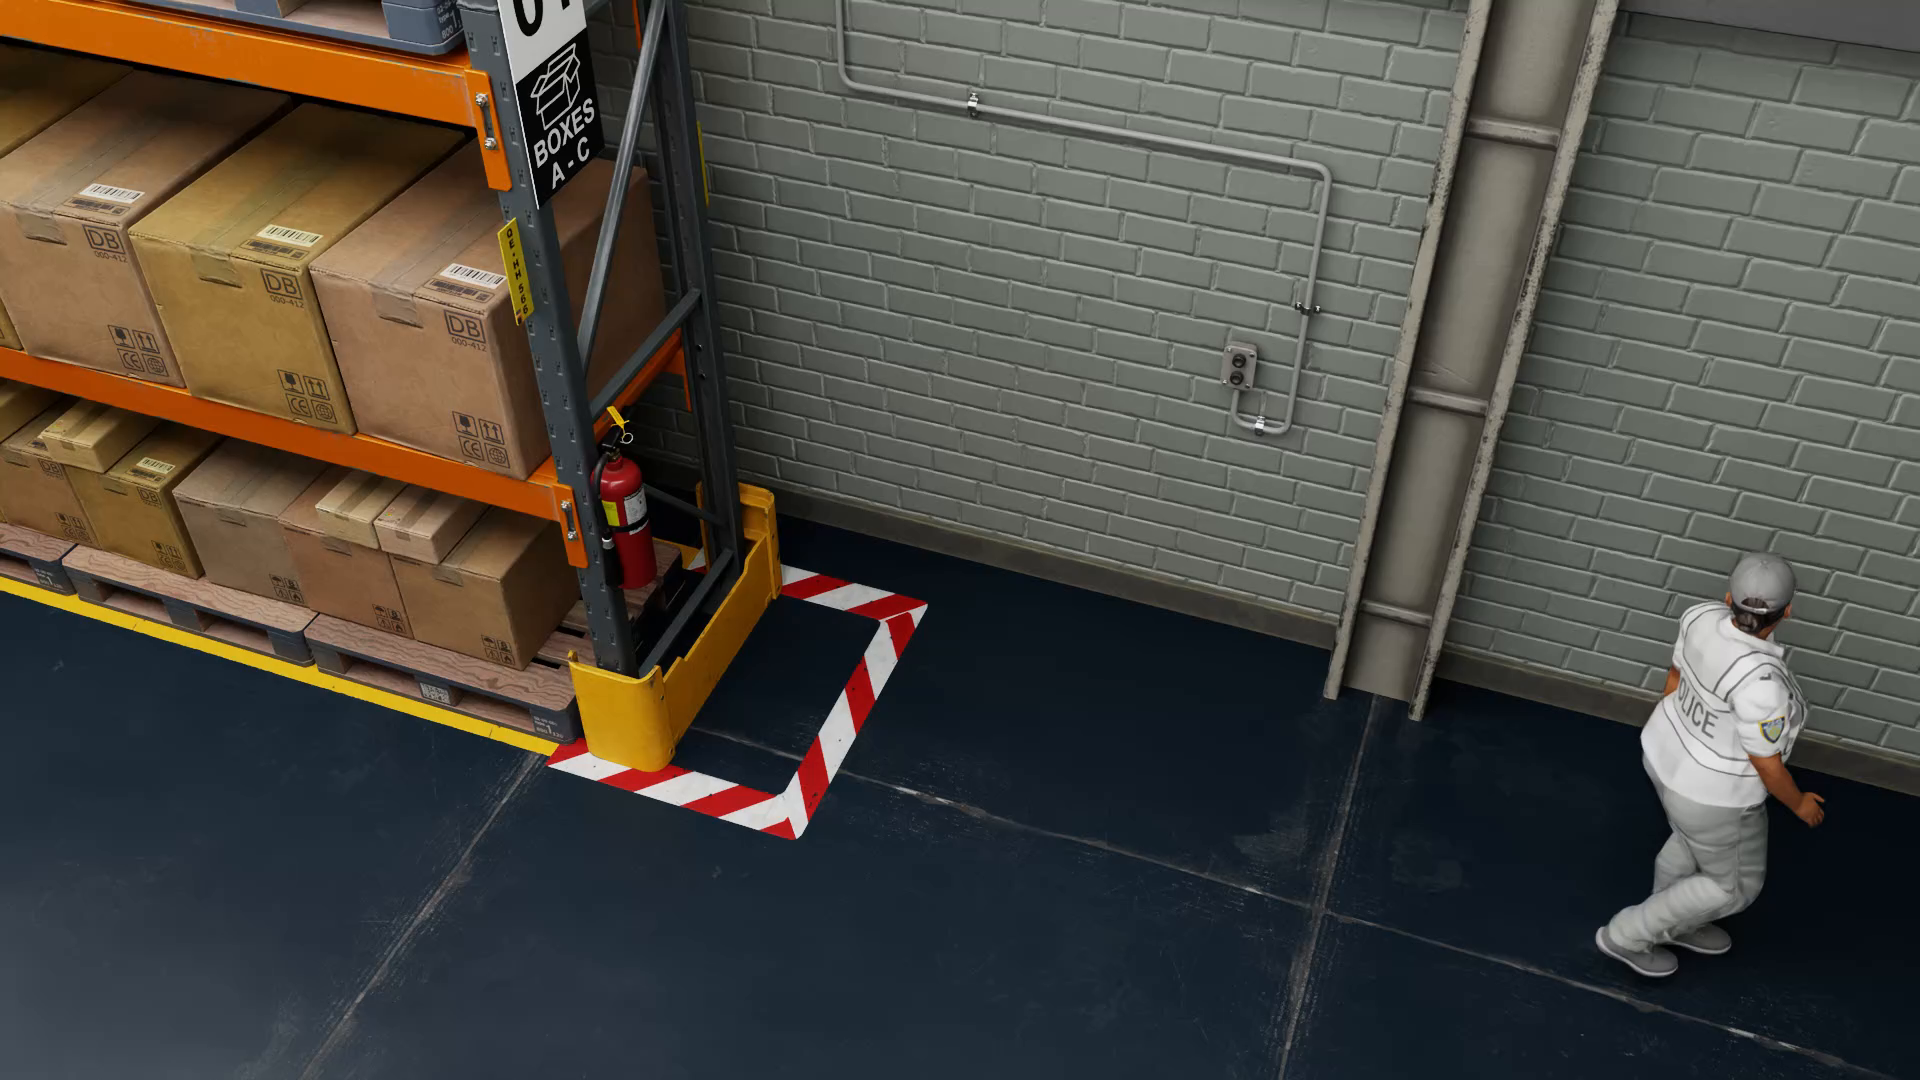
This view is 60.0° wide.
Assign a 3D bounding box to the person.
[{"bbox_3d":[2.423,0.746,5.323,0.551,1.664,0.552,0,42,0],"label":"person"}]
